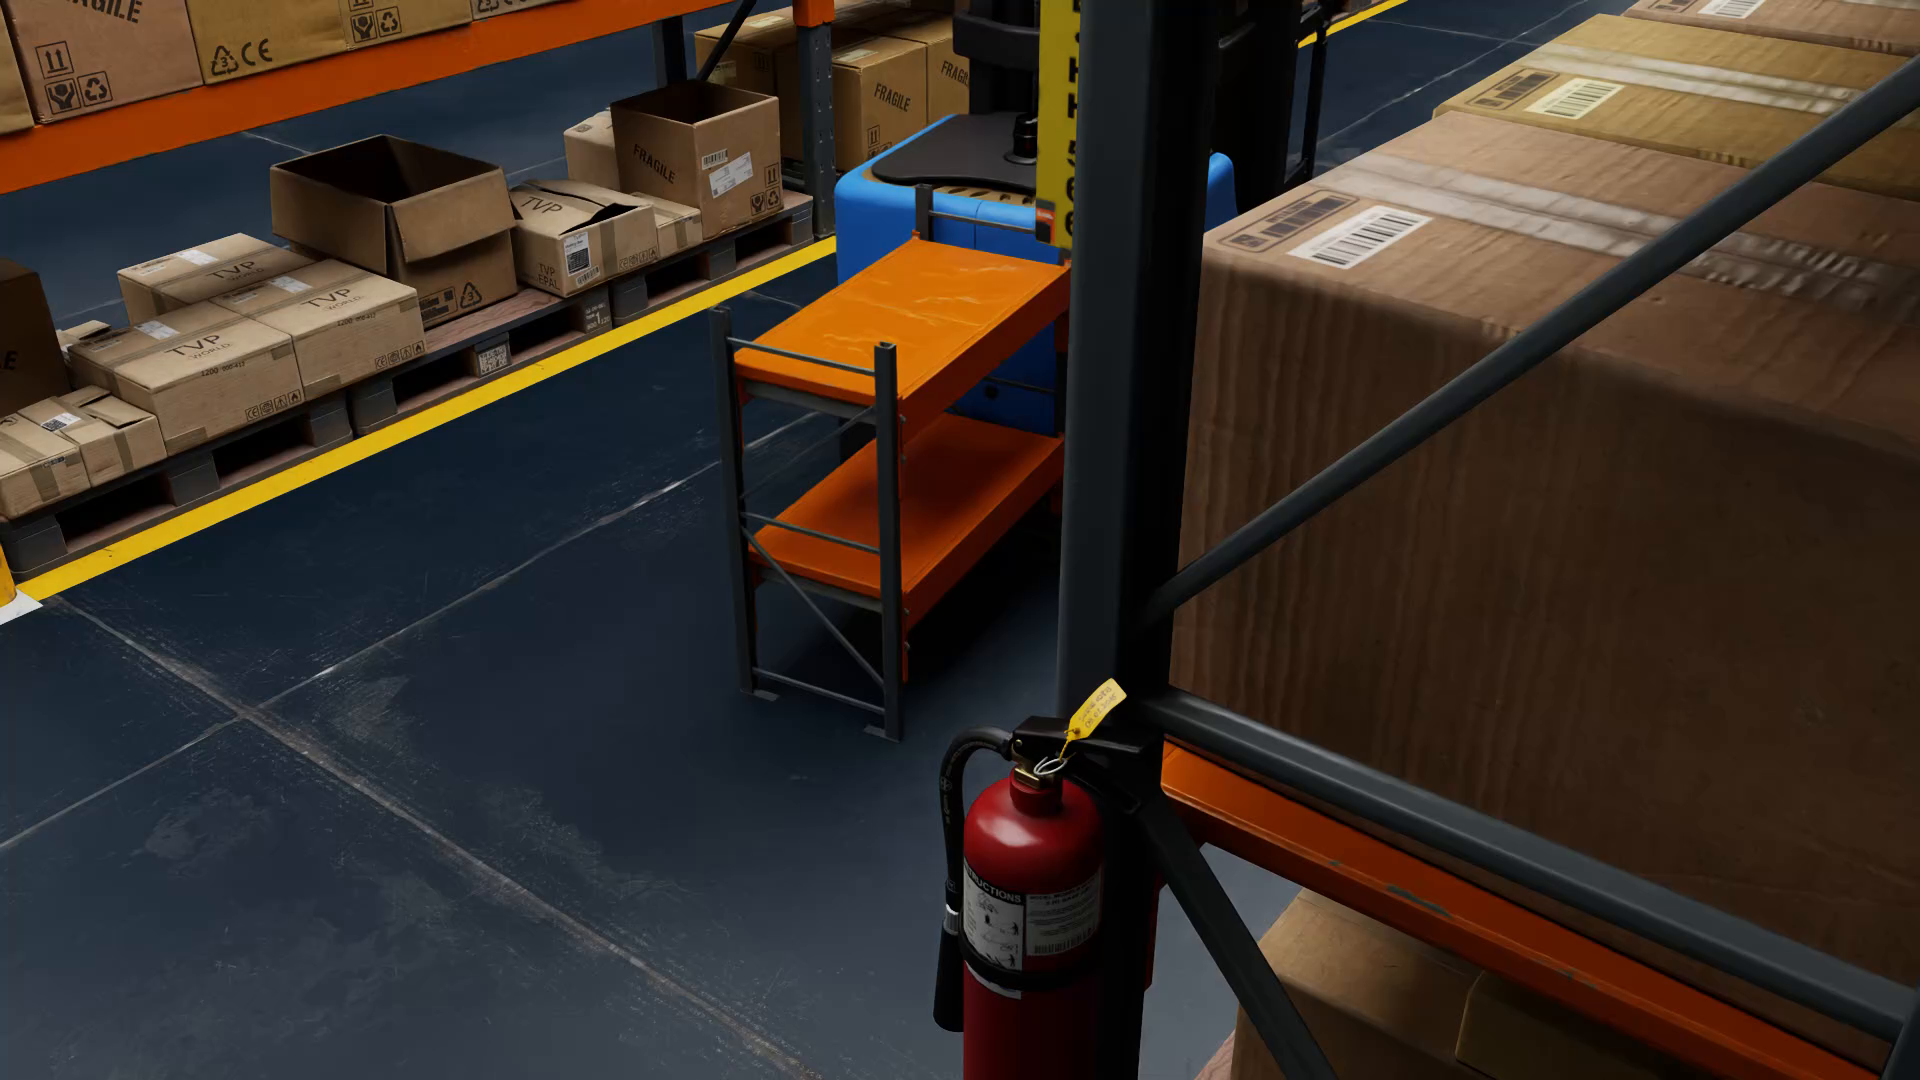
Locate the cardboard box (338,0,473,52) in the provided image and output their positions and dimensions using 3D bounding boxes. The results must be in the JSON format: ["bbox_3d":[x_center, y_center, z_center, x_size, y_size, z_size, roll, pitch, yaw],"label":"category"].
[{"bbox_3d":[-2.011,-1.960,5.517,0.500,0.500,0.500,22,37,32],"label":"cardboard box"}]

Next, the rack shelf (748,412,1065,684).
[{"bbox_3d":[-0.137,-0.035,4.685,0.538,0.278,1.000,15,34,24],"label":"rack shelf"}]

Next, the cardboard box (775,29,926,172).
[{"bbox_3d":[-0.504,-2.062,7.808,0.500,0.500,0.500,19,36,29],"label":"cardboard box"}]

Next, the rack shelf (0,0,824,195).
[{"bbox_3d":[-2.197,-1.704,5.889,1.077,0.370,4.000,21,37,31],"label":"rack shelf"}]

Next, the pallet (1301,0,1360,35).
[{"bbox_3d":[1.952,-3.576,11.076,1.003,0.211,1.213,21,37,31],"label":"pallet"}]

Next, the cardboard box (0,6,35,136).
[{"bbox_3d":[-2.927,-1.343,4.476,0.500,0.500,0.500,22,37,32],"label":"cardboard box"}]

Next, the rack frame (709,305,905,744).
[{"bbox_3d":[-0.373,-0.015,4.173,0.500,1.125,0.032,15,34,24],"label":"rack frame"}]

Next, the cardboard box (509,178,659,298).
[{"bbox_3d":[-1.561,-1.236,6.598,0.500,0.311,0.500,21,37,31],"label":"cardboard box"}]

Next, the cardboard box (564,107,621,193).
[{"bbox_3d":[-1.416,-1.755,7.475,0.500,0.311,0.500,21,37,31],"label":"cardboard box"}]

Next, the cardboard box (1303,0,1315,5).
[{"bbox_3d":[1.975,-3.573,10.622,0.500,0.250,0.500,21,37,31],"label":"cardboard box"}]

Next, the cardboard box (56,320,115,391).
[{"bbox_3d":[-2.957,-0.605,5.676,0.380,0.166,0.250,21,37,31],"label":"cardboard box"}]

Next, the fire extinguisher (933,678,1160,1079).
[{"bbox_3d":[0.088,0.435,2.015,0.296,0.674,0.183,21,37,31],"label":"fire extinguisher"}]

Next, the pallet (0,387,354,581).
[{"bbox_3d":[-2.878,-0.356,5.645,1.003,0.211,1.213,21,37,31],"label":"pallet"}]

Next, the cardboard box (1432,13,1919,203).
[{"bbox_3d":[1.277,-0.316,2.548,0.980,0.700,0.700,21,36,31],"label":"cardboard box"}]

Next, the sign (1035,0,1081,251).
[{"bbox_3d":[0.123,-0.451,1.700,0.100,0.325,0.005,21,37,31],"label":"sign"}]

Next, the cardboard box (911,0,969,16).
[{"bbox_3d":[0.100,-2.791,8.303,0.500,0.250,0.500,21,37,31],"label":"cardboard box"}]

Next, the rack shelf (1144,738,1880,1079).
[{"bbox_3d":[1.754,-0.181,3.319,1.077,0.370,4.000,21,37,31],"label":"rack shelf"}]

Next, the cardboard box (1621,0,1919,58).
[{"bbox_3d":[1.745,-0.624,3.066,0.980,0.700,0.700,19,36,29],"label":"cardboard box"}]

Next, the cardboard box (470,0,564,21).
[{"bbox_3d":[-1.706,-2.168,5.868,0.500,0.500,0.500,22,37,32],"label":"cardboard box"}]

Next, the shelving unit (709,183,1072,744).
[{"bbox_3d":[-0.137,-0.245,4.560,0.538,1.125,1.048,15,34,24],"label":"shelving unit"}]

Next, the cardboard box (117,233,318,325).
[{"bbox_3d":[-2.675,-0.881,6.060,0.500,0.250,0.500,21,37,31],"label":"cardboard box"}]

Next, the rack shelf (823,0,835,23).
[{"bbox_3d":[0.217,-3.330,8.633,1.077,0.370,4.000,21,37,31],"label":"rack shelf"}]

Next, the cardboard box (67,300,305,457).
[{"bbox_3d":[-2.548,-0.544,5.492,0.500,0.250,0.500,21,37,31],"label":"cardboard box"}]

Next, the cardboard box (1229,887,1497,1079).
[{"bbox_3d":[0.890,0.902,2.827,0.700,0.500,0.500,21,37,31],"label":"cardboard box"}]

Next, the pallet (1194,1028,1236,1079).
[{"bbox_3d":[0.967,1.173,3.064,1.003,0.211,1.213,21,37,31],"label":"pallet"}]

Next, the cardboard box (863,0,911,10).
[{"bbox_3d":[-0.313,-2.631,8.768,0.500,0.500,0.500,22,37,32],"label":"cardboard box"}]

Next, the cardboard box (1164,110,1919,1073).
[{"bbox_3d":[0.847,-0.017,2.043,0.980,0.700,0.700,23,38,33],"label":"cardboard box"}]

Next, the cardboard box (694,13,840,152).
[{"bbox_3d":[-0.921,-2.229,8.090,0.500,0.500,0.500,21,37,31],"label":"cardboard box"}]

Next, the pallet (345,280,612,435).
[{"bbox_3d":[-2.141,-0.850,6.478,1.003,0.211,1.213,21,37,31],"label":"pallet"}]

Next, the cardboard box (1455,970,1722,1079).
[{"bbox_3d":[0.974,0.735,2.472,0.380,0.149,0.250,21,37,32],"label":"cardboard box"}]

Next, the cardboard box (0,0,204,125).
[{"bbox_3d":[-2.619,-1.554,4.833,0.500,0.500,0.500,21,36,31],"label":"cardboard box"}]

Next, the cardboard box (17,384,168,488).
[{"bbox_3d":[-2.727,-0.337,5.225,0.380,0.166,0.250,21,37,31],"label":"cardboard box"}]

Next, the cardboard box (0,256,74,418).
[{"bbox_3d":[-3.273,-0.612,5.360,0.500,0.500,0.500,21,37,31],"label":"cardboard box"}]

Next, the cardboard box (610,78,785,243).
[{"bbox_3d":[-1.108,-1.622,7.065,0.500,0.500,0.500,21,37,31],"label":"cardboard box"}]

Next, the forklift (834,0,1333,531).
[{"bbox_3d":[0.713,-1.979,5.714,1.130,2.935,3.031,14,34,23],"label":"forklift"}]

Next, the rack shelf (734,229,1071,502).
[{"bbox_3d":[-0.137,-0.497,4.411,0.538,0.278,1.000,15,34,24],"label":"rack shelf"}]

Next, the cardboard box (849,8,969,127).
[{"bbox_3d":[-0.191,-2.283,8.180,0.500,0.500,0.500,22,37,32],"label":"cardboard box"}]

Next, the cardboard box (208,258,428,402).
[{"bbox_3d":[-2.247,-0.747,5.835,0.500,0.250,0.500,21,37,31],"label":"cardboard box"}]

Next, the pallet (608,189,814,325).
[{"bbox_3d":[-1.405,-1.348,7.318,1.003,0.211,1.213,21,37,31],"label":"pallet"}]

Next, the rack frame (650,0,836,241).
[{"bbox_3d":[-0.990,-2.827,7.078,1.000,3.000,0.127,21,37,31],"label":"rack frame"}]

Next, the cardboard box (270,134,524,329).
[{"bbox_3d":[-2.120,-1.177,6.311,0.797,0.503,0.637,21,37,31],"label":"cardboard box"}]

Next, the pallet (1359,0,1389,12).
[{"bbox_3d":[2.689,-4.069,11.909,1.003,0.211,1.213,21,37,31],"label":"pallet"}]

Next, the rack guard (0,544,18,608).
[{"bbox_3d":[-3.359,-0.156,5.024,1.175,0.500,0.348,21,37,31],"label":"rack guard"}]

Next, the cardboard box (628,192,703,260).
[{"bbox_3d":[-1.286,-1.300,6.866,0.380,0.149,0.250,21,37,31],"label":"cardboard box"}]

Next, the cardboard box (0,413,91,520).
[{"bbox_3d":[-2.878,-0.228,5.058,0.380,0.149,0.250,21,37,31],"label":"cardboard box"}]

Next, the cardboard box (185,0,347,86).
[{"bbox_3d":[-2.314,-1.758,5.175,0.500,0.500,0.500,21,37,31],"label":"cardboard box"}]

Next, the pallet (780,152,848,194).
[{"bbox_3d":[-0.529,-1.969,8.366,1.003,0.211,1.213,21,37,31],"label":"pallet"}]

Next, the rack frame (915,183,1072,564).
[{"bbox_3d":[0.099,-0.474,4.947,0.500,1.125,0.032,15,34,24],"label":"rack frame"}]

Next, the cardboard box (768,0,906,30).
[{"bbox_3d":[-0.616,-2.428,8.425,0.500,0.500,0.500,21,37,31],"label":"cardboard box"}]
